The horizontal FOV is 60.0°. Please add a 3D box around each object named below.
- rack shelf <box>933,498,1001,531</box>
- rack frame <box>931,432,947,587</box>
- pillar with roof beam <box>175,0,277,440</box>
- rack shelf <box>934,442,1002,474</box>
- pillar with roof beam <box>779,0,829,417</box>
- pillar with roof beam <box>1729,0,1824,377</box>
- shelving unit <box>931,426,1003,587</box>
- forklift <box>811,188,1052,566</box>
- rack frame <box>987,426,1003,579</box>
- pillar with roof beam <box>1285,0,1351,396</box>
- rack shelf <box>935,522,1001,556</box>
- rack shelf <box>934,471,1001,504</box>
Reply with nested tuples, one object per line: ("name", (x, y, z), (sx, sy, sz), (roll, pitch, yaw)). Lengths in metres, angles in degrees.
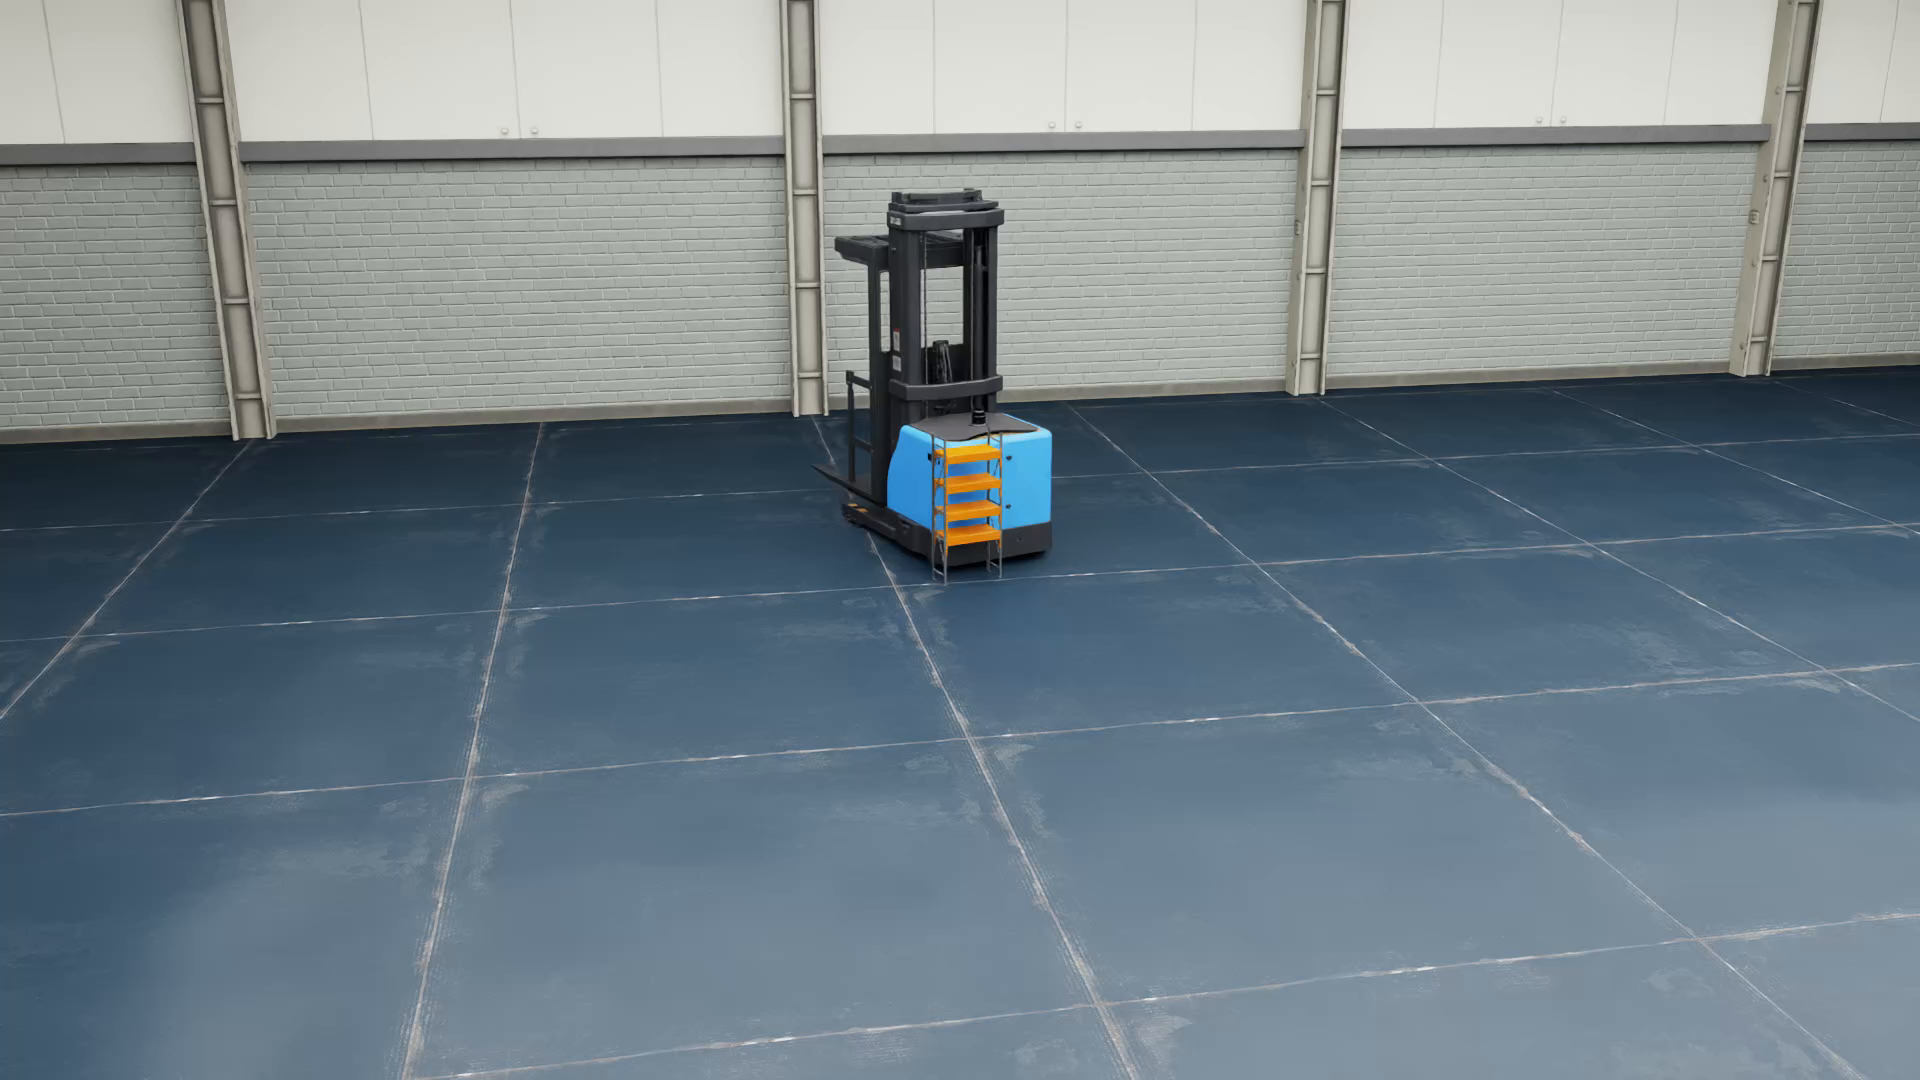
("rack shelf", (0.056, -0.201, 13.151), (0.480, 0.148, 0.258), (-8, 19, -25))
("rack frame", (-0.164, -0.234, 13.029), (0.015, 1.200, 0.240), (-8, 19, -25))
("pillar with roof beam", (-6.793, -4.182, 12.599), (0.400, 9.000, 9.100), (-3, 17, -10))
("rack shelf", (0.056, -0.641, 13.015), (0.480, 0.148, 0.258), (-8, 19, -25))
("pillar with roof beam", (-0.902, -4.516, 13.687), (0.400, 9.000, 9.100), (-3, 17, -10))
("pillar with roof beam", (10.880, -5.184, 15.864), (0.400, 9.000, 9.100), (-3, 17, -10))
("shelving unit", (0.056, -0.265, 13.131), (0.503, 1.200, 0.258), (-8, 19, -25))
("forklift", (-0.395, -1.575, 14.446), (1.130, 2.935, 3.031), (-9, 19, -28))
("rack frame", (0.275, -0.296, 13.233), (0.015, 1.200, 0.240), (-8, 19, -25))
("pillar with roof beam", (4.989, -4.850, 14.776), (0.400, 9.000, 9.100), (-3, 17, -10))
("rack shelf", (0.055, -0.011, 13.209), (0.480, 0.148, 0.258), (-8, 19, -25))
("rack shelf", (0.056, -0.415, 13.085), (0.480, 0.148, 0.258), (-8, 19, -25))
